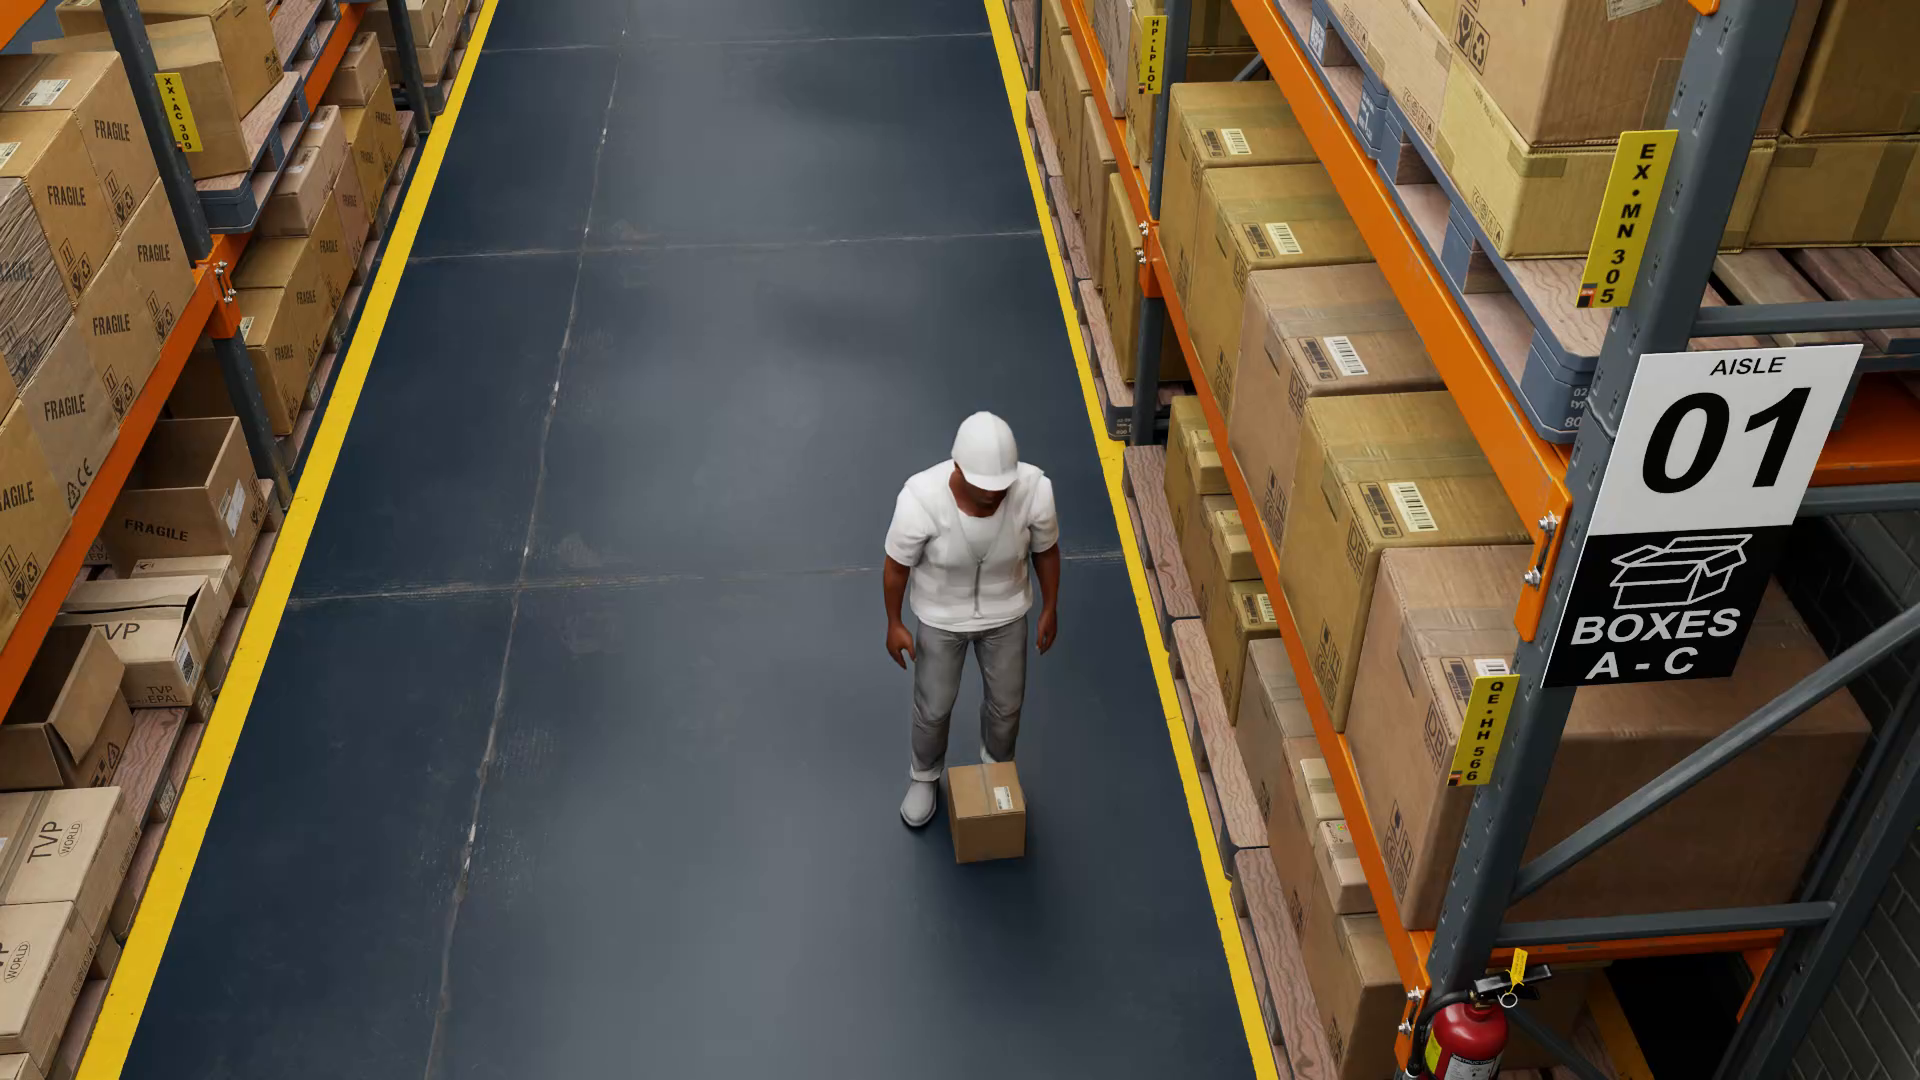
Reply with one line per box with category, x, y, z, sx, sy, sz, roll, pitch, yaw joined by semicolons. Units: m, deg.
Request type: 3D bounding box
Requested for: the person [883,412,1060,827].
person;0.048;0.272;5.804;0.623;1.759;0.462;-5;39;-7
